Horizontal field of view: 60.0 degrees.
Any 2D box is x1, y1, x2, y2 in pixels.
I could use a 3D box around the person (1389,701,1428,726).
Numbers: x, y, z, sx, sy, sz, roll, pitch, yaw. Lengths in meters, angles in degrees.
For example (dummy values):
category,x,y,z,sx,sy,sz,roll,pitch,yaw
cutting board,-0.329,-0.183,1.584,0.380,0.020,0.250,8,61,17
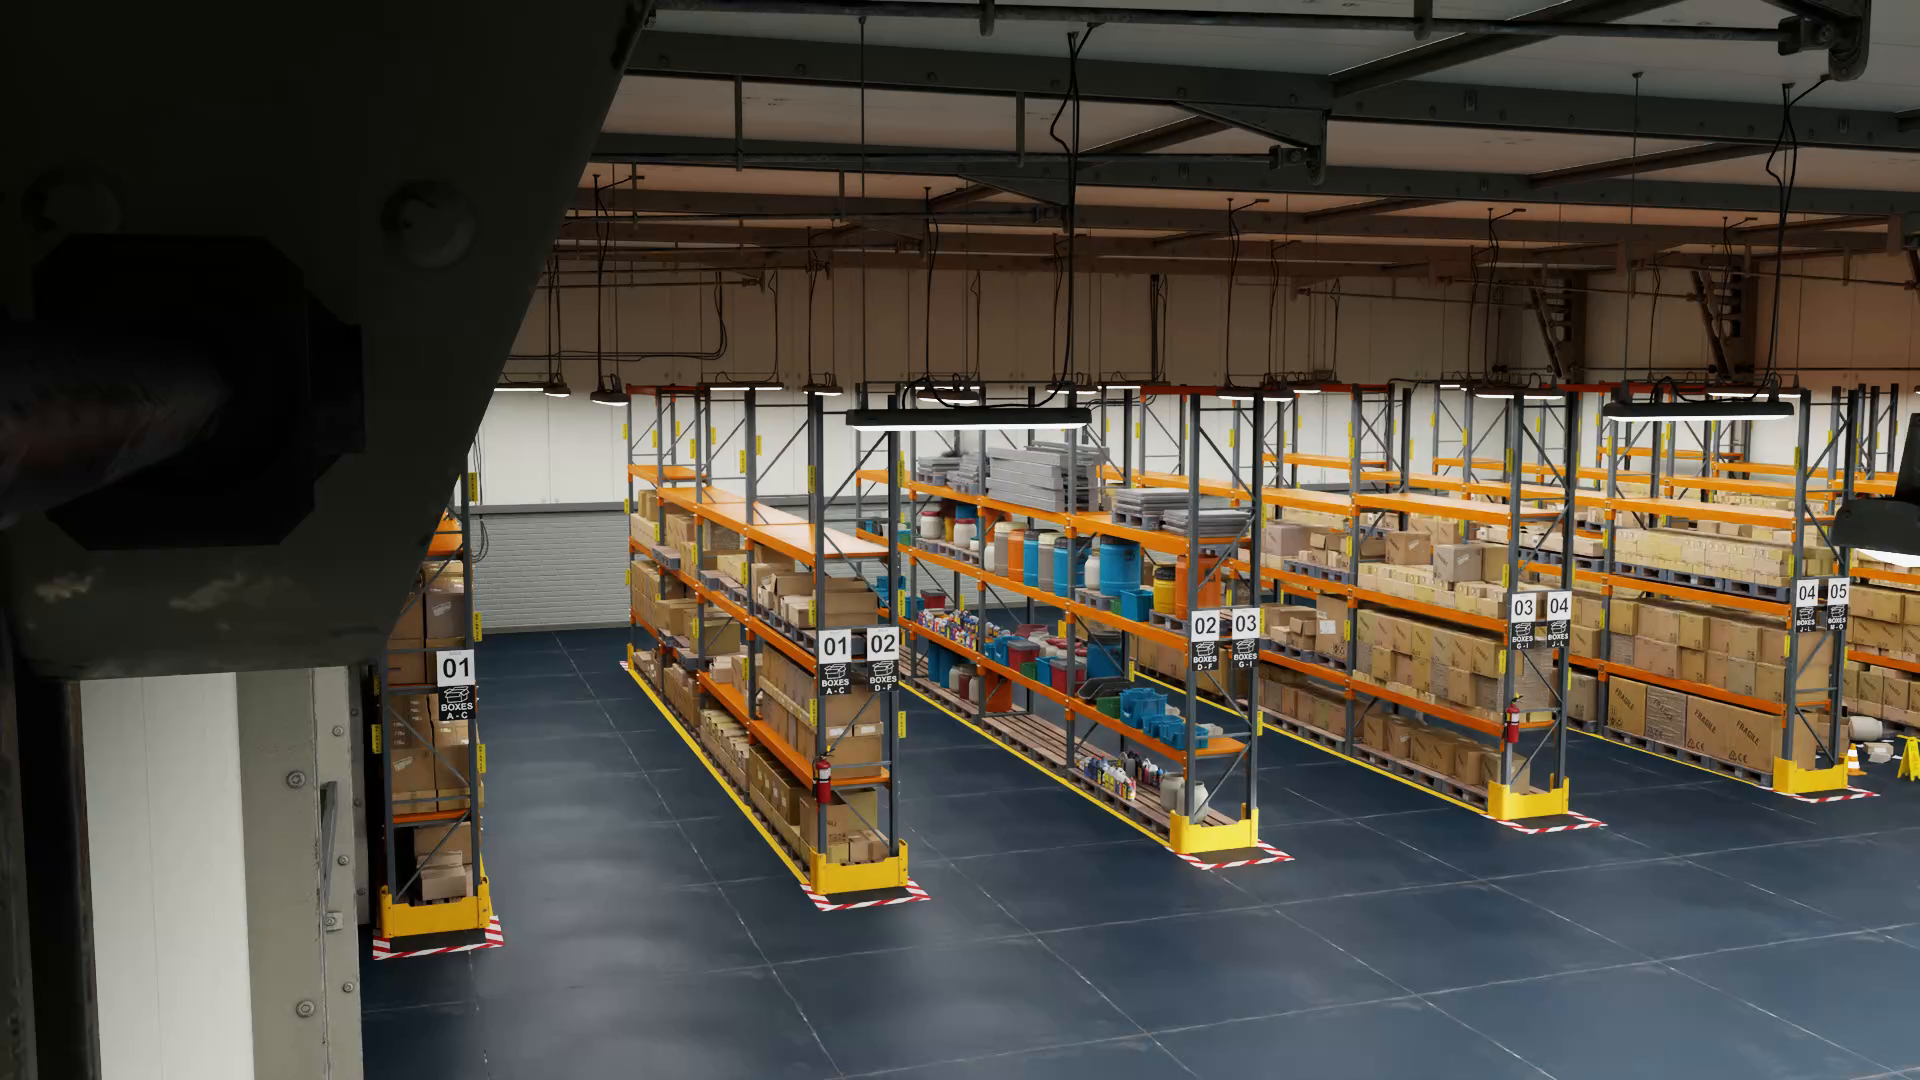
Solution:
category,x,y,z,sx,sy,sz,roll,pitch,yaw
person,8.118,2.457,29.797,0.614,1.663,0.766,-3,7,-28
